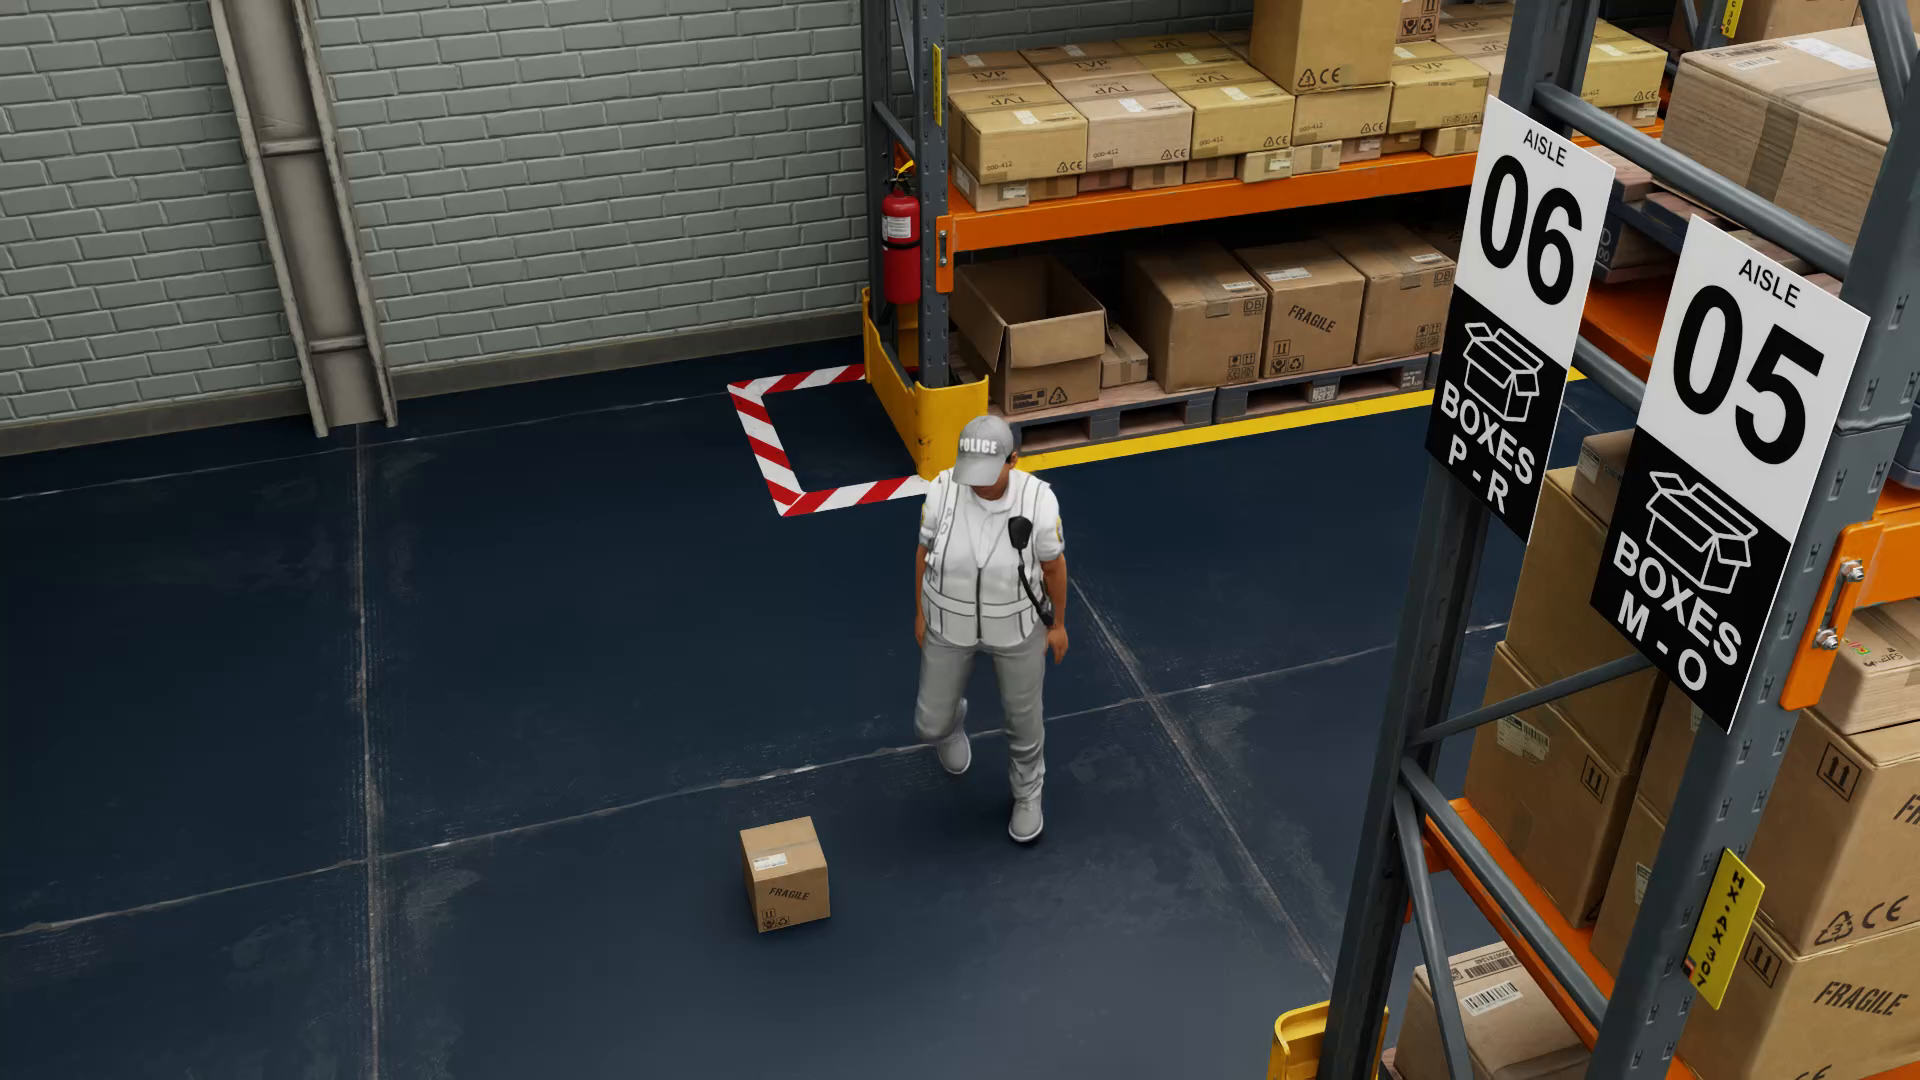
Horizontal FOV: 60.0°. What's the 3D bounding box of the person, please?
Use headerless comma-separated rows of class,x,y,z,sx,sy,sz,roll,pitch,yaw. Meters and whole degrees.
person,0.111,0.264,5.721,0.533,1.661,0.524,4,34,6
